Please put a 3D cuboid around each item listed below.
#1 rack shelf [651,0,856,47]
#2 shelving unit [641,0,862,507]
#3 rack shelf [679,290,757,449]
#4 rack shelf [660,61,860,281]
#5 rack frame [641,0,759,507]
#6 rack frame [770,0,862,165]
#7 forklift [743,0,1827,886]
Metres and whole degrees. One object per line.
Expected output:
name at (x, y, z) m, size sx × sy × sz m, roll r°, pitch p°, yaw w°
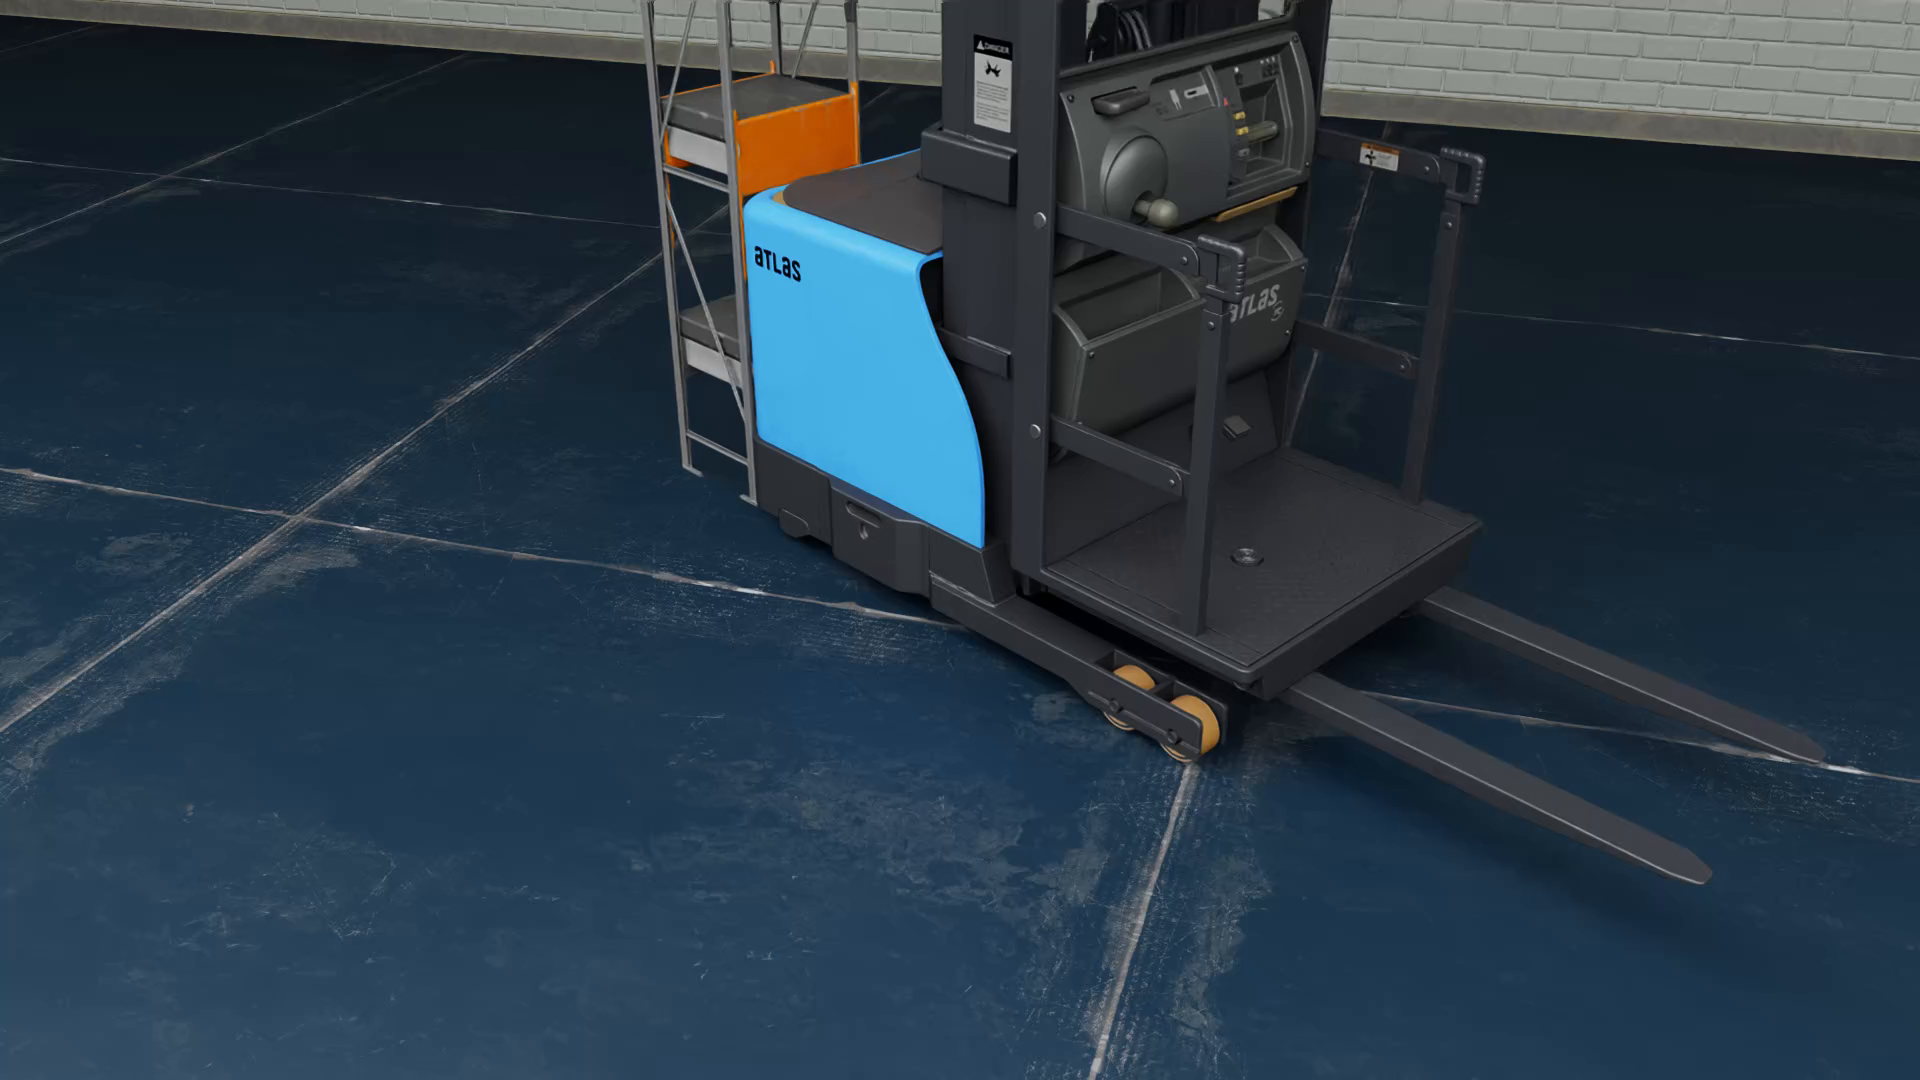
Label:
rack shelf at (-0.629, -1.780, 4.878) m, size 0.431 × 0.518 × 0.480 m, roll 26°, pitch 38°, yaw 38°
shelving unit at (-0.629, -1.180, 5.212) m, size 0.431 × 2.100 × 0.503 m, roll 26°, pitch 38°, yaw 38°
rack shelf at (-0.629, -0.557, 5.559) m, size 0.431 × 0.518 × 0.480 m, roll 26°, pitch 38°, yaw 38°
rack shelf at (-0.629, -1.168, 5.219) m, size 0.431 × 0.518 × 0.480 m, roll 26°, pitch 38°, yaw 38°
rack frame at (-0.801, -1.096, 5.061) m, size 0.400 × 2.100 × 0.015 m, roll 26°, pitch 38°, yaw 38°
rack frame at (-0.457, -1.265, 5.363) m, size 0.400 × 2.100 × 0.015 m, roll 26°, pitch 38°, yaw 38°
forklift at (0.738, -1.001, 4.034) m, size 1.130 × 2.935 × 3.031 m, roll -25°, pitch 38°, yaw -38°
